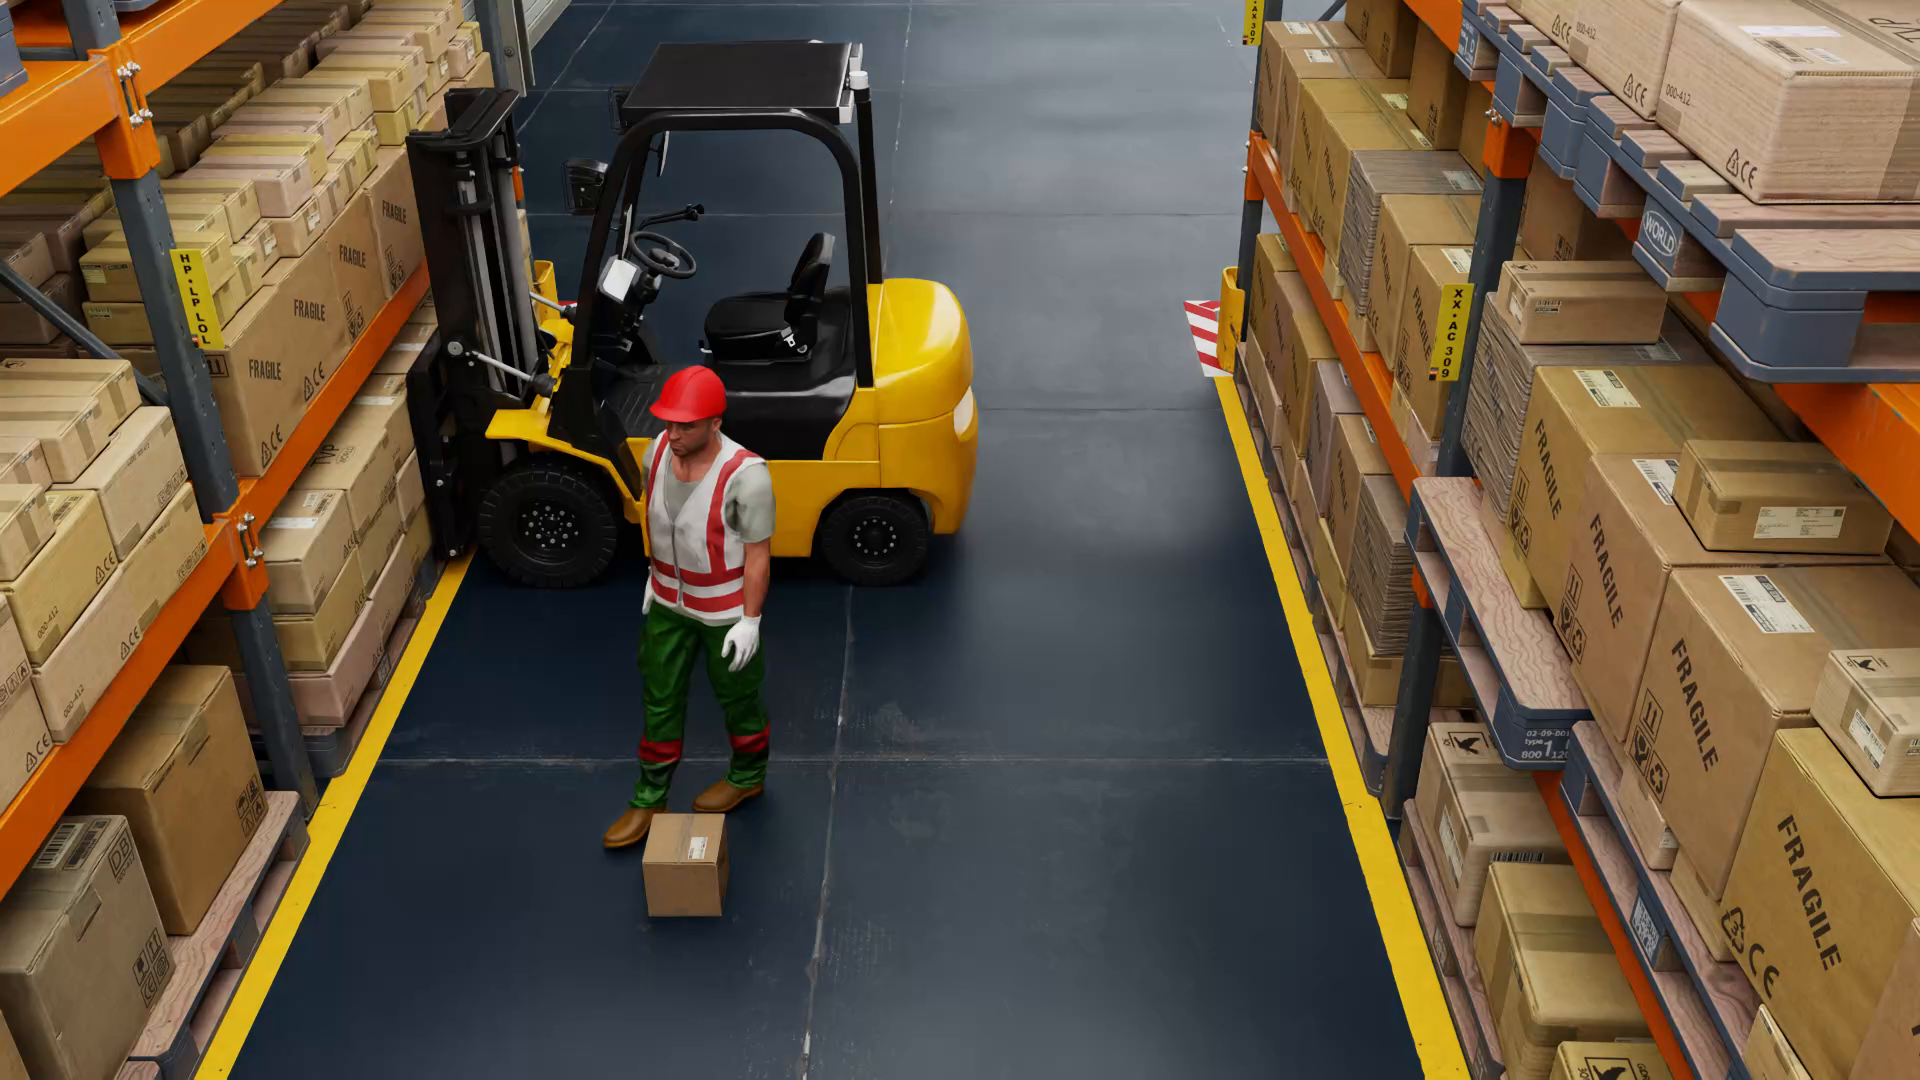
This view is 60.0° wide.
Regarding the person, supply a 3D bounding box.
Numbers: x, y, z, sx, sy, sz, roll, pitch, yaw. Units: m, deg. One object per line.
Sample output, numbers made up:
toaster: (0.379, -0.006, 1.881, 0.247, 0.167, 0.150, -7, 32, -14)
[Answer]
person: (-0.951, 0.281, 5.634, 0.556, 1.790, 0.630, 16, 35, 24)
